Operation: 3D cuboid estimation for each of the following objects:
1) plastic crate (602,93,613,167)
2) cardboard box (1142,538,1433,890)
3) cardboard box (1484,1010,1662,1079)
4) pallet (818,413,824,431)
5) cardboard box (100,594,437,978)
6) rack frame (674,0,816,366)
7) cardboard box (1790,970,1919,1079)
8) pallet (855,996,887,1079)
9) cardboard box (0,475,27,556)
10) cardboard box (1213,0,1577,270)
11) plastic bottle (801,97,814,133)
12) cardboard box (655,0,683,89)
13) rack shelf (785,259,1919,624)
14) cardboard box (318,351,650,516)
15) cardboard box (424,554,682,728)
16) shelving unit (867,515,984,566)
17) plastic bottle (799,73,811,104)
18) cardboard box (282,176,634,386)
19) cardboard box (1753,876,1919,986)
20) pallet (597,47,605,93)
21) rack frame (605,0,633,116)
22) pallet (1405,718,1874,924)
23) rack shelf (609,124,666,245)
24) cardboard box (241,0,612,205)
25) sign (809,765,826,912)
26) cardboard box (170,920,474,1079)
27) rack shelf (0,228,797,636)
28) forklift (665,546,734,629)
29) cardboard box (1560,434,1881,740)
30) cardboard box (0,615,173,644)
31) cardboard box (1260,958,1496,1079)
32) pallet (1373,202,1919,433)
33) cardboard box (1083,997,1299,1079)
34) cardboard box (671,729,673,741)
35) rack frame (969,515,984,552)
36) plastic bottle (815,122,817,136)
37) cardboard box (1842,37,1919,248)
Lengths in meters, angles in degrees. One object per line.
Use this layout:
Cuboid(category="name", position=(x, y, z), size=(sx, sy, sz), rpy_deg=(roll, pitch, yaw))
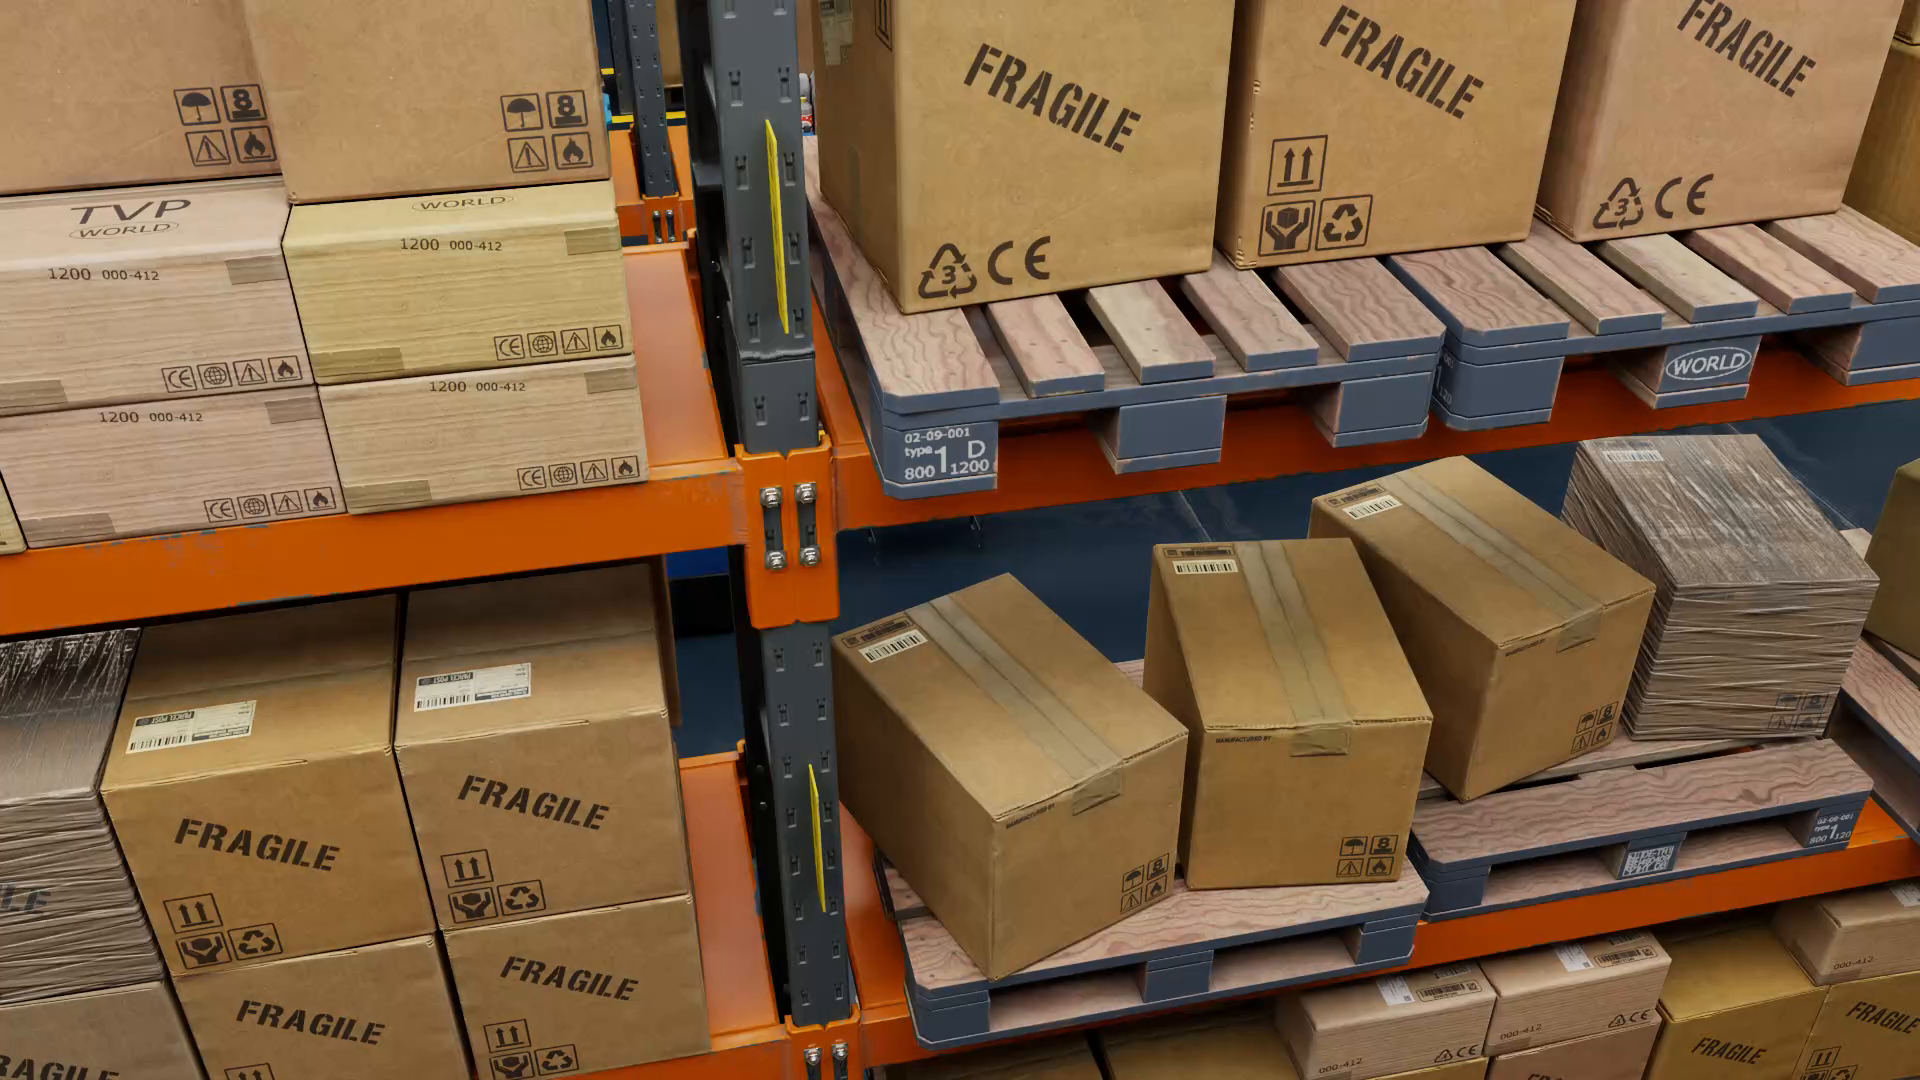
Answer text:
Cuboid(category="plastic crate", position=(-1.887, -1.796, 7.695), size=(0.575, 0.384, 0.392), rpy_deg=(-7, 35, -11))
Cuboid(category="cardboard box", position=(0.751, 0.401, 3.994), size=(0.500, 0.500, 0.700), rpy_deg=(-2, 34, -3))
Cuboid(category="cardboard box", position=(1.608, 1.410, 4.806), size=(0.500, 0.500, 0.500), rpy_deg=(-8, 35, -12))
Cuboid(category="pallet", position=(-0.745, -0.935, 8.953), size=(1.213, 0.211, 1.003), rpy_deg=(-7, 35, -11))
Cuboid(category="cardboard box", position=(-1.353, 0.483, 3.351), size=(0.500, 0.500, 0.500), rpy_deg=(-8, 35, -11))
Cuboid(category="rack frame", position=(-0.417, -1.819, 2.385), size=(0.127, 3.000, 1.000), rpy_deg=(-7, 35, -11))
Cuboid(category="cardboard box", position=(2.624, 1.278, 5.001), size=(0.500, 0.500, 0.500), rpy_deg=(-6, 34, -9))
Cuboid(category="pallet", position=(0.368, 1.710, 5.013), size=(1.213, 0.211, 1.003), rpy_deg=(-7, 35, -11))
Cuboid(category="cardboard box", position=(-1.809, -0.185, 2.776), size=(0.500, 0.250, 0.500), rpy_deg=(-7, 35, -11))
Cuboid(category="cardboard box", position=(0.737, -0.947, 3.221), size=(0.600, 0.600, 0.600), rpy_deg=(-8, 35, -11))
Cuboid(category="plastic bottle", position=(-0.791, -2.141, 8.427), size=(0.097, 0.201, 0.097), rpy_deg=(0, 34, 0))
Cuboid(category="cardboard box", position=(-1.979, -4.094, 12.689), size=(0.875, 0.875, 1.225), rpy_deg=(-7, 35, -10))
Cuboid(category="rack shelf", position=(1.533, -0.520, 3.787), size=(4.000, 0.370, 1.077), rpy_deg=(-7, 35, -11))
Cuboid(category="cardboard box", position=(-0.833, -0.307, 2.958), size=(0.500, 0.250, 0.500), rpy_deg=(-7, 35, -11))
Cuboid(category="cardboard box", position=(-0.939, 0.121, 3.891), size=(0.500, 0.500, 0.500), rpy_deg=(-6, 34, -9))
Cuboid(category="shelving unit", position=(-0.161, -0.478, 7.385), size=(0.503, 1.200, 0.258), rpy_deg=(-7, 35, -11))
Cuboid(category="plastic bottle", position=(-0.837, -2.238, 8.504), size=(0.135, 0.276, 0.152), rpy_deg=(-7, 35, -11))
Cuboid(category="cardboard box", position=(-0.832, -0.511, 2.814), size=(0.500, 0.250, 0.500), rpy_deg=(-7, 35, -11))
Cuboid(category="cardboard box", position=(2.570, 0.976, 4.779), size=(0.500, 0.250, 0.500), rpy_deg=(-6, 34, -9))
Cuboid(category="pallet", position=(-3.358, -3.503, 12.781), size=(1.213, 0.211, 1.003), rpy_deg=(-7, 35, -11))
Cuboid(category="rack frame", position=(-2.599, -4.712, 12.080), size=(0.127, 3.000, 1.000), rpy_deg=(-7, 35, -11))
Cuboid(category="pallet", position=(1.588, 0.502, 4.482), size=(1.213, 0.211, 1.003), rpy_deg=(-7, 35, -11))
Cuboid(category="rack shelf", position=(-3.457, -1.476, 7.903), size=(4.000, 0.370, 1.077), rpy_deg=(-7, 35, -11))
Cuboid(category="cardboard box", position=(-0.883, -0.949, 2.794), size=(0.500, 0.500, 0.700), rpy_deg=(-7, 35, -11))
Cuboid(category="sign", position=(-0.290, 0.607, 3.377), size=(0.005, 0.325, 0.100), rpy_deg=(-7, 35, -11))
Cuboid(category="cardboard box", position=(-1.351, 0.896, 3.633), size=(0.500, 0.500, 0.500), rpy_deg=(-6, 34, -9))
Cuboid(category="rack shelf", position=(-2.368, -0.029, 3.054), size=(4.000, 0.370, 1.077), rpy_deg=(-7, 35, -11))
Cuboid(category="forklift", position=(-2.355, -0.967, 6.561), size=(3.031, 2.935, 1.130), rpy_deg=(-6, 34, -9))
Cuboid(category="cardboard box", position=(1.961, 0.112, 4.425), size=(0.500, 0.500, 0.700), rpy_deg=(-1, 34, -2))
Cuboid(category="cardboard box", position=(-1.944, 0.247, 3.703), size=(0.500, 0.500, 0.500), rpy_deg=(-8, 35, -12))
Cuboid(category="cardboard box", position=(1.084, 1.166, 4.496), size=(0.500, 0.250, 0.500), rpy_deg=(-7, 35, -10))
Cuboid(category="pallet", position=(1.245, -0.666, 3.528), size=(1.003, 0.211, 1.213), rpy_deg=(-7, 35, -11))
Cuboid(category="cardboard box", position=(0.626, 1.529, 4.628), size=(0.500, 0.500, 0.500), rpy_deg=(-7, 34, -10))
Cuboid(category="cardboard box", position=(-0.975, 0.545, 4.156), size=(0.500, 0.500, 0.500), rpy_deg=(-6, 34, -9))
Cuboid(category="rack frame", position=(0.077, -0.508, 7.430), size=(0.015, 1.200, 0.240), rpy_deg=(-7, 35, -11))
Cuboid(category="plastic bottle", position=(-0.614, -1.864, 7.946), size=(0.135, 0.276, 0.152), rpy_deg=(-7, 35, -11))
Cuboid(category="cardboard box", position=(2.061, -0.908, 3.629), size=(0.500, 0.500, 0.910), rpy_deg=(-7, 35, -11))
